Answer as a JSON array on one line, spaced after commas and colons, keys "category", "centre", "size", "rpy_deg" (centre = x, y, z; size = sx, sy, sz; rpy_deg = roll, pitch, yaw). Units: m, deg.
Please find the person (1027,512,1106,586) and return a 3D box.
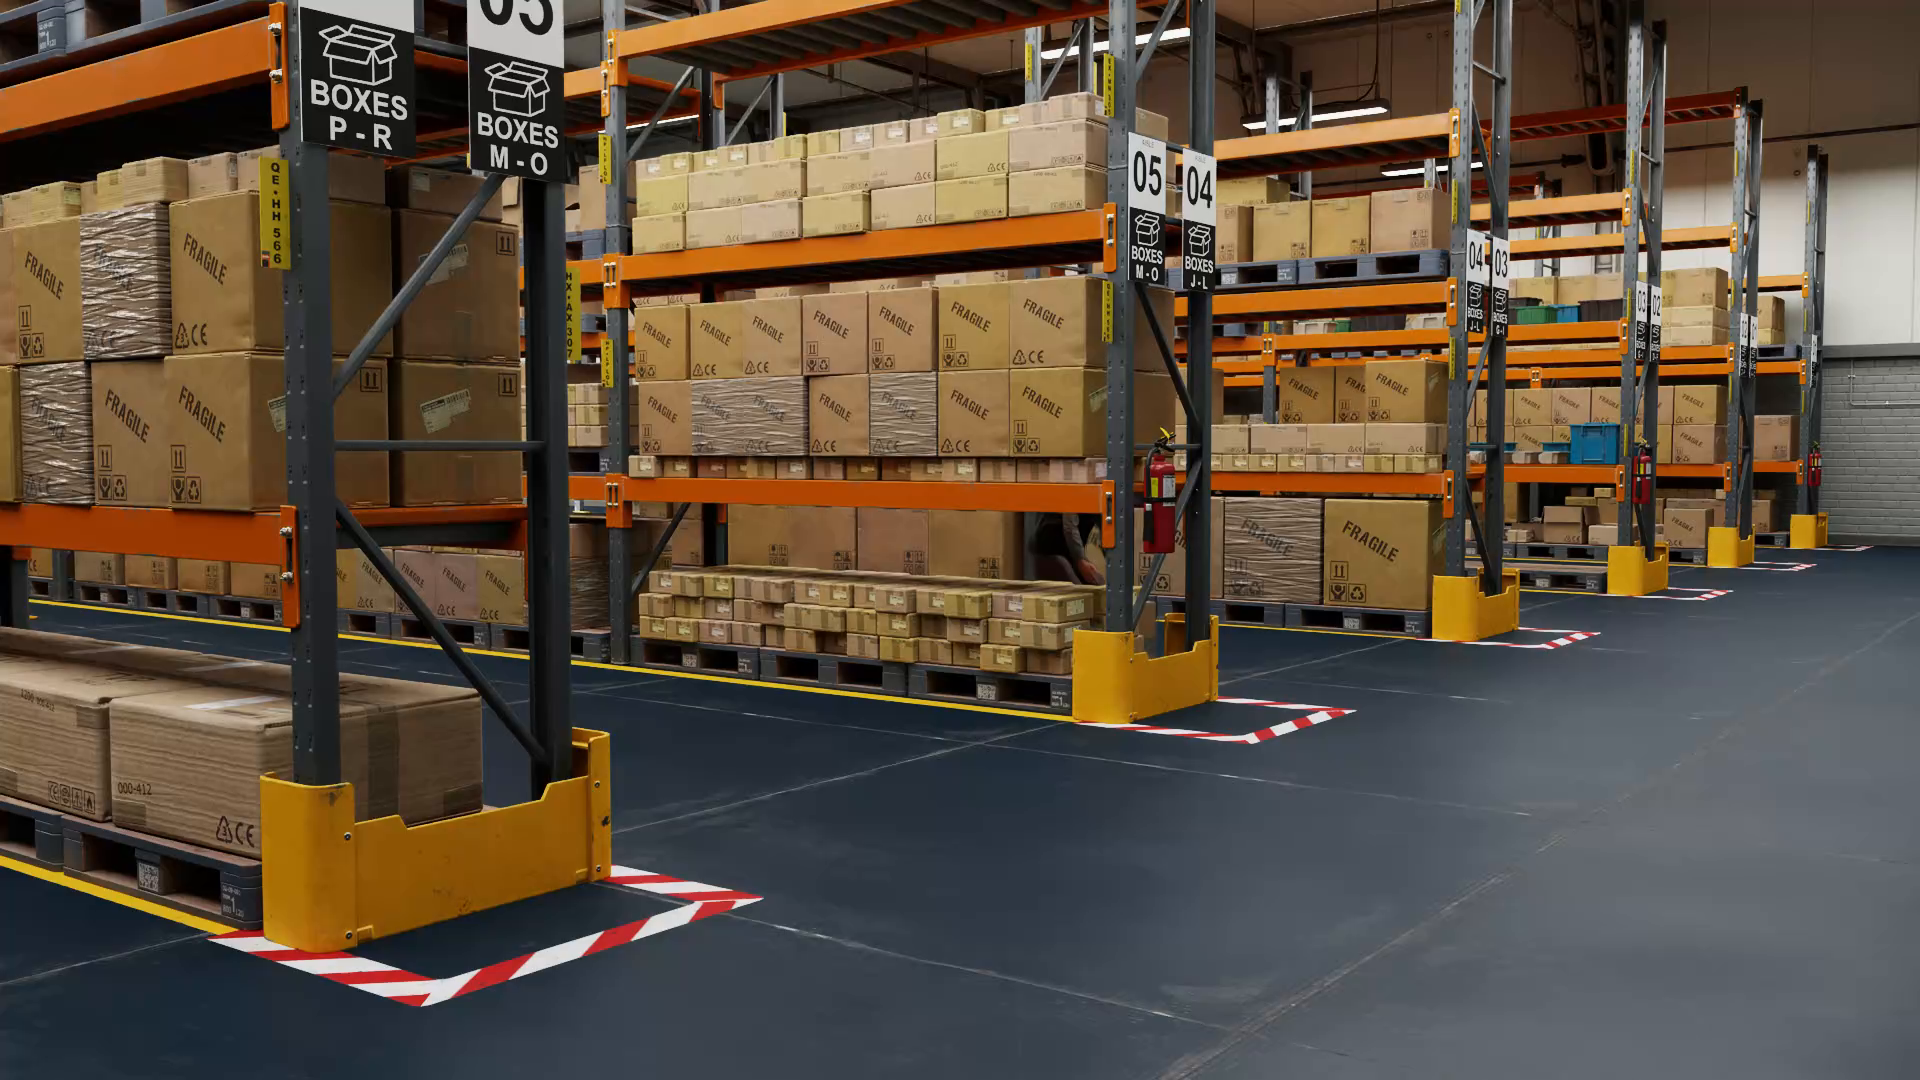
[{"category": "person", "centre": [0.828, 0.133, 11.646], "size": [0.669, 1.462, 0.590], "rpy_deg": [2, 4, 36]}]
